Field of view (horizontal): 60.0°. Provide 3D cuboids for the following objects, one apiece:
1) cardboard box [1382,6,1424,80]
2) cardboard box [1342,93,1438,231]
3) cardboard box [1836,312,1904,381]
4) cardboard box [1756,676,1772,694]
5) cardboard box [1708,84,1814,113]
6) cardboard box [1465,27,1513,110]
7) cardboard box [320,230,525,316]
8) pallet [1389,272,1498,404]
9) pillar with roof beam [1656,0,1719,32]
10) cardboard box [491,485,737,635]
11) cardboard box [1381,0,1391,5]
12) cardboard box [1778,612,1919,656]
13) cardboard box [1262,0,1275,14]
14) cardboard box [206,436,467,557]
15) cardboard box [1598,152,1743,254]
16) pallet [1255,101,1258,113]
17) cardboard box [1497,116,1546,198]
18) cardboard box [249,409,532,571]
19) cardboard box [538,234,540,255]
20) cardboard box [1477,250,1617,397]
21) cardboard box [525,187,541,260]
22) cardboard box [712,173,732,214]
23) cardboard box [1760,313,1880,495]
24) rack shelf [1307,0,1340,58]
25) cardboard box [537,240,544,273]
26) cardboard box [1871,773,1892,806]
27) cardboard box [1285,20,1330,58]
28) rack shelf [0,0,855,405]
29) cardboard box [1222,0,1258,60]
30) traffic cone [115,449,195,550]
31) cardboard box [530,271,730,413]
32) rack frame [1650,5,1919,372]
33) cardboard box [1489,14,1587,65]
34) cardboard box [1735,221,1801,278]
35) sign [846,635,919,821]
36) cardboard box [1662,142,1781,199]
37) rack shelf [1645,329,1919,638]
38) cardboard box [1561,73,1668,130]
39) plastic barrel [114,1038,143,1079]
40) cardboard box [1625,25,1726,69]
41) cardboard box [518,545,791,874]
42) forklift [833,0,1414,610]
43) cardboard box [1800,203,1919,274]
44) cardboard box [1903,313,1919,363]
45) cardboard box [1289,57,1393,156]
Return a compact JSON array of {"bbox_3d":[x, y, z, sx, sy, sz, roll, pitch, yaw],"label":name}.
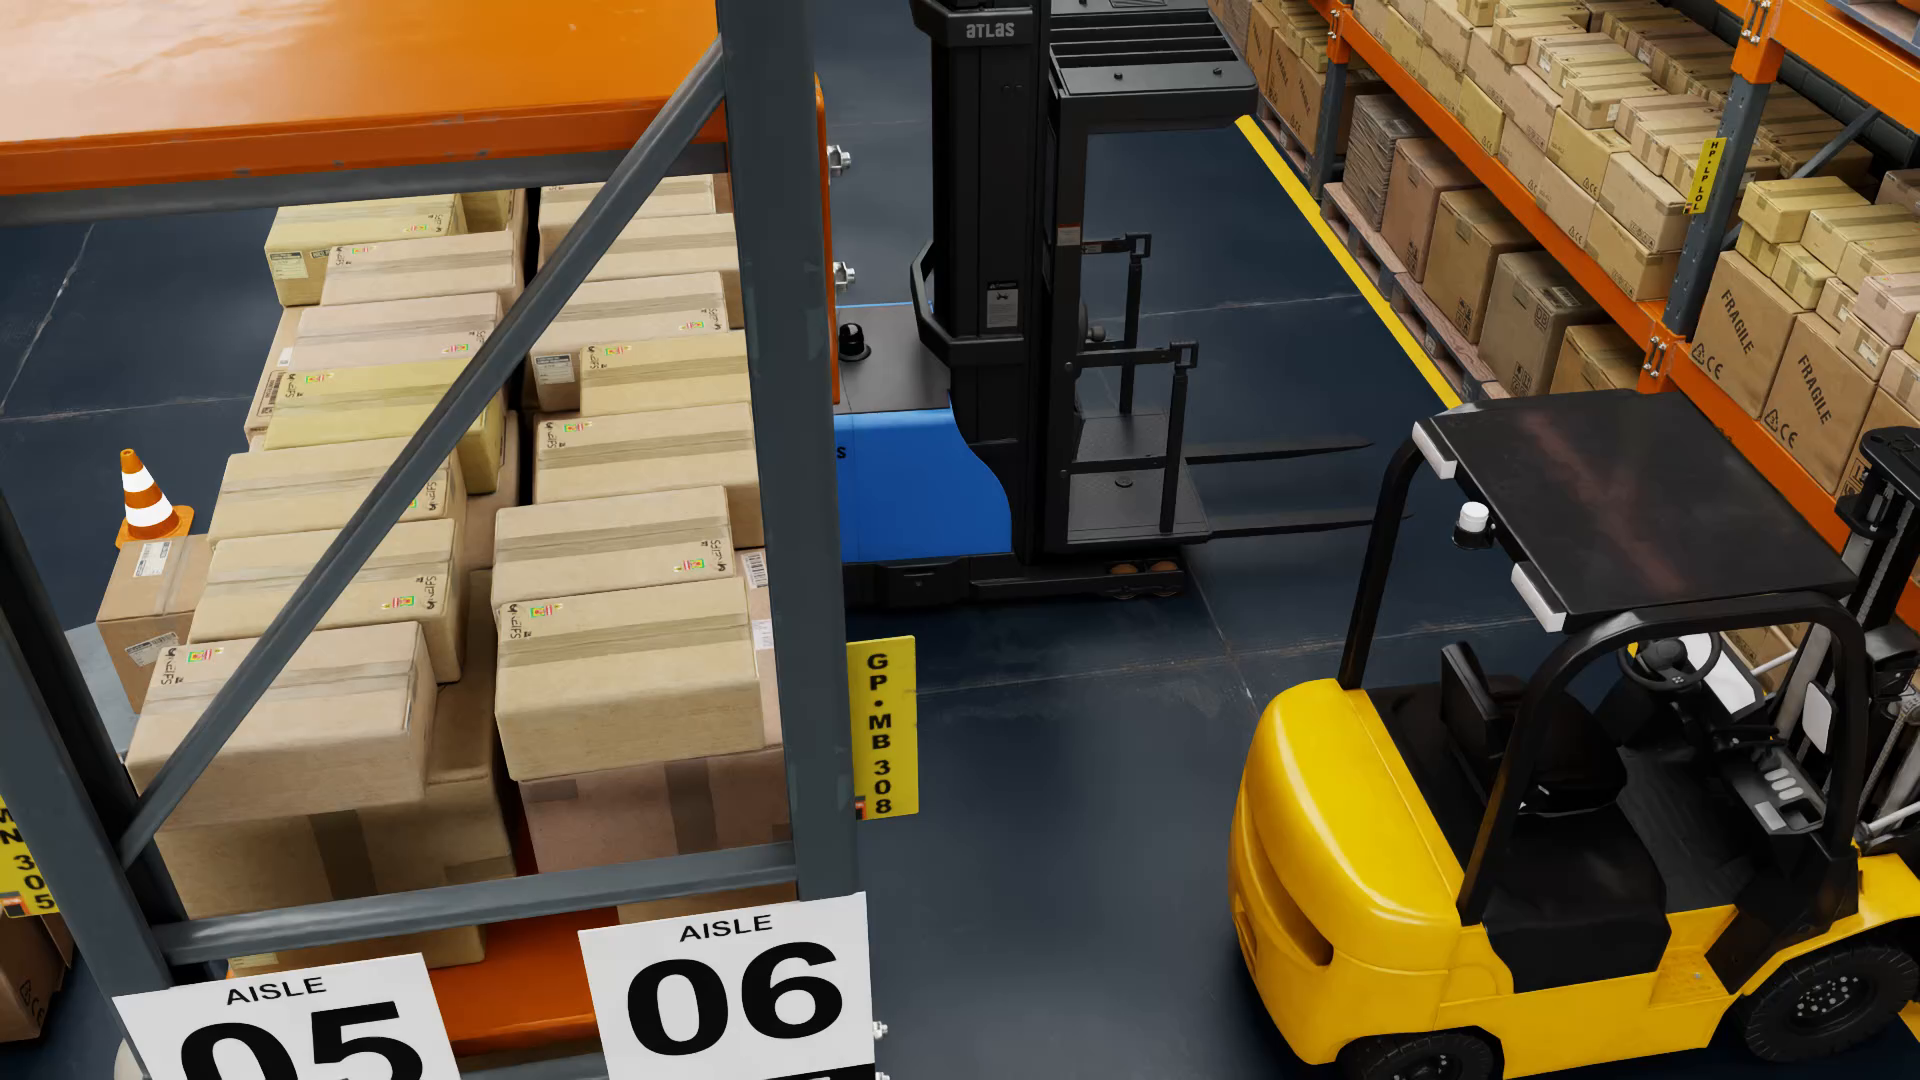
[{"bbox_3d":[2.763,-2.865,9.516,0.500,0.250,0.500,-7,38,-9],"label":"cardboard box"},{"bbox_3d":[2.938,-2.373,10.353,0.875,0.625,0.625,-5,38,-7],"label":"cardboard box"},{"bbox_3d":[3.431,-0.714,6.014,0.380,0.149,0.250,-5,38,-7],"label":"cardboard box"},{"bbox_3d":[3.512,0.754,6.633,0.500,0.250,0.500,-6,38,-7],"label":"cardboard box"},{"bbox_3d":[3.655,-1.957,7.614,0.380,0.149,0.250,-6,38,-8],"label":"cardboard box"},{"bbox_3d":[2.955,-2.441,8.561,0.500,0.250,0.500,-6,38,-7],"label":"cardboard box"},{"bbox_3d":[-1.111,-0.508,3.469,0.380,0.149,0.250,-7,38,-9],"label":"cardboard box"},{"bbox_3d":[3.159,-1.185,9.504,1.003,0.211,1.213,-6,38,-8],"label":"pallet"},{"bbox_3d":[-0.280,-4.739,6.915,9.100,9.000,0.400,-6,38,-8],"label":"pillar with roof beam"},{"bbox_3d":[-0.563,0.057,2.741,0.380,0.149,0.250,-6,38,-8],"label":"cardboard box"},{"bbox_3d":[2.655,-3.365,9.750,0.500,0.250,0.500,-6,38,-8],"label":"cardboard box"},{"bbox_3d":[3.498,0.353,6.335,0.500,0.250,0.500,-5,38,-6],"label":"cardboard box"},{"bbox_3d":[2.379,-3.869,11.852,0.380,0.149,0.250,-7,38,-9],"label":"cardboard box"},{"bbox_3d":[-1.062,-0.040,2.866,0.380,0.149,0.250,-7,38,-8],"label":"cardboard box"},{"bbox_3d":[3.206,-1.515,7.369,0.500,0.250,0.500,-7,38,-9],"label":"cardboard box"},{"bbox_3d":[2.538,-3.612,12.628,1.003,0.211,1.213,-6,38,-8],"label":"pallet"},{"bbox_3d":[3.047,-1.931,8.312,0.500,0.250,0.500,-6,38,-8],"label":"cardboard box"},{"bbox_3d":[-1.070,0.016,3.119,0.500,0.250,0.500,-7,38,-9],"label":"cardboard box"},{"bbox_3d":[-1.346,-0.822,4.523,0.380,0.149,0.250,-7,38,-9],"label":"cardboard box"},{"bbox_3d":[3.313,-1.119,8.738,0.875,0.625,0.625,-7,38,-8],"label":"cardboard box"},{"bbox_3d":[-1.360,-0.904,4.304,0.500,0.250,0.500,-6,38,-8],"label":"cardboard box"},{"bbox_3d":[-0.706,-0.877,3.944,0.380,0.149,0.250,-6,38,-7],"label":"cardboard box"},{"bbox_3d":[3.472,-0.538,6.316,0.500,0.500,0.500,-6,38,-7],"label":"cardboard box"},{"bbox_3d":[2.492,-4.447,12.016,1.077,0.370,4.000,-6,38,-8],"label":"rack shelf"},{"bbox_3d":[-0.731,-0.656,3.985,0.500,0.250,0.500,-5,38,-7],"label":"cardboard box"},{"bbox_3d":[3.579,0.855,6.096,0.500,0.250,0.500,-6,38,-8],"label":"cardboard box"},{"bbox_3d":[2.428,-3.391,11.236,0.380,0.149,0.250,-8,39,-10],"label":"cardboard box"},{"bbox_3d":[-0.992,-1.447,3.266,1.077,0.370,4.000,-6,38,-8],"label":"rack shelf"},{"bbox_3d":[2.275,-3.865,12.375,0.500,0.500,0.500,-8,38,-10],"label":"cardboard box"},{"bbox_3d":[-3.974,-0.235,8.076,0.336,0.463,0.334,-6,38,-8],"label":"traffic cone"},{"bbox_3d":[-0.654,-0.399,3.328,0.380,0.149,0.250,-6,38,-8],"label":"cardboard box"},{"bbox_3d":[3.544,-1.107,7.130,1.000,3.000,0.127,-6,38,-8],"label":"rack frame"},{"bbox_3d":[2.889,-2.506,8.320,0.380,0.149,0.250,-7,38,-9],"label":"cardboard box"},{"bbox_3d":[3.340,-1.182,6.616,0.380,0.149,0.250,-7,38,-9],"label":"cardboard box"},{"bbox_3d":[-0.107,0.257,2.217,0.100,0.325,0.005,-6,38,-8],"label":"sign"},{"bbox_3d":[3.265,-1.585,7.135,0.380,0.149,0.250,-5,38,-6],"label":"cardboard box"},{"bbox_3d":[3.894,0.385,5.796,1.077,0.370,4.000,-6,38,-8],"label":"rack shelf"},{"bbox_3d":[3.034,-2.037,7.717,0.380,0.149,0.250,-7,38,-9],"label":"cardboard box"},{"bbox_3d":[-2.494,1.777,5.517,0.512,0.421,0.421,19,42,23],"label":"plastic barrel"},{"bbox_3d":[3.522,-2.414,8.202,0.380,0.149,0.250,-7,38,-8],"label":"cardboard box"},{"bbox_3d":[-0.467,0.270,2.793,0.500,0.250,0.500,-7,38,-9],"label":"cardboard box"},{"bbox_3d":[0.626,-1.200,7.306,3.031,2.935,1.130,-4,38,-5],"label":"forklift"},{"bbox_3d":[3.460,-1.150,6.332,0.380,0.149,0.250,-6,38,-7],"label":"cardboard box"},{"bbox_3d":[3.512,-0.674,5.720,0.380,0.149,0.250,-7,38,-9],"label":"cardboard box"},{"bbox_3d":[2.557,-2.934,11.177,0.500,0.500,0.500,-5,38,-7],"label":"cardboard box"}]
